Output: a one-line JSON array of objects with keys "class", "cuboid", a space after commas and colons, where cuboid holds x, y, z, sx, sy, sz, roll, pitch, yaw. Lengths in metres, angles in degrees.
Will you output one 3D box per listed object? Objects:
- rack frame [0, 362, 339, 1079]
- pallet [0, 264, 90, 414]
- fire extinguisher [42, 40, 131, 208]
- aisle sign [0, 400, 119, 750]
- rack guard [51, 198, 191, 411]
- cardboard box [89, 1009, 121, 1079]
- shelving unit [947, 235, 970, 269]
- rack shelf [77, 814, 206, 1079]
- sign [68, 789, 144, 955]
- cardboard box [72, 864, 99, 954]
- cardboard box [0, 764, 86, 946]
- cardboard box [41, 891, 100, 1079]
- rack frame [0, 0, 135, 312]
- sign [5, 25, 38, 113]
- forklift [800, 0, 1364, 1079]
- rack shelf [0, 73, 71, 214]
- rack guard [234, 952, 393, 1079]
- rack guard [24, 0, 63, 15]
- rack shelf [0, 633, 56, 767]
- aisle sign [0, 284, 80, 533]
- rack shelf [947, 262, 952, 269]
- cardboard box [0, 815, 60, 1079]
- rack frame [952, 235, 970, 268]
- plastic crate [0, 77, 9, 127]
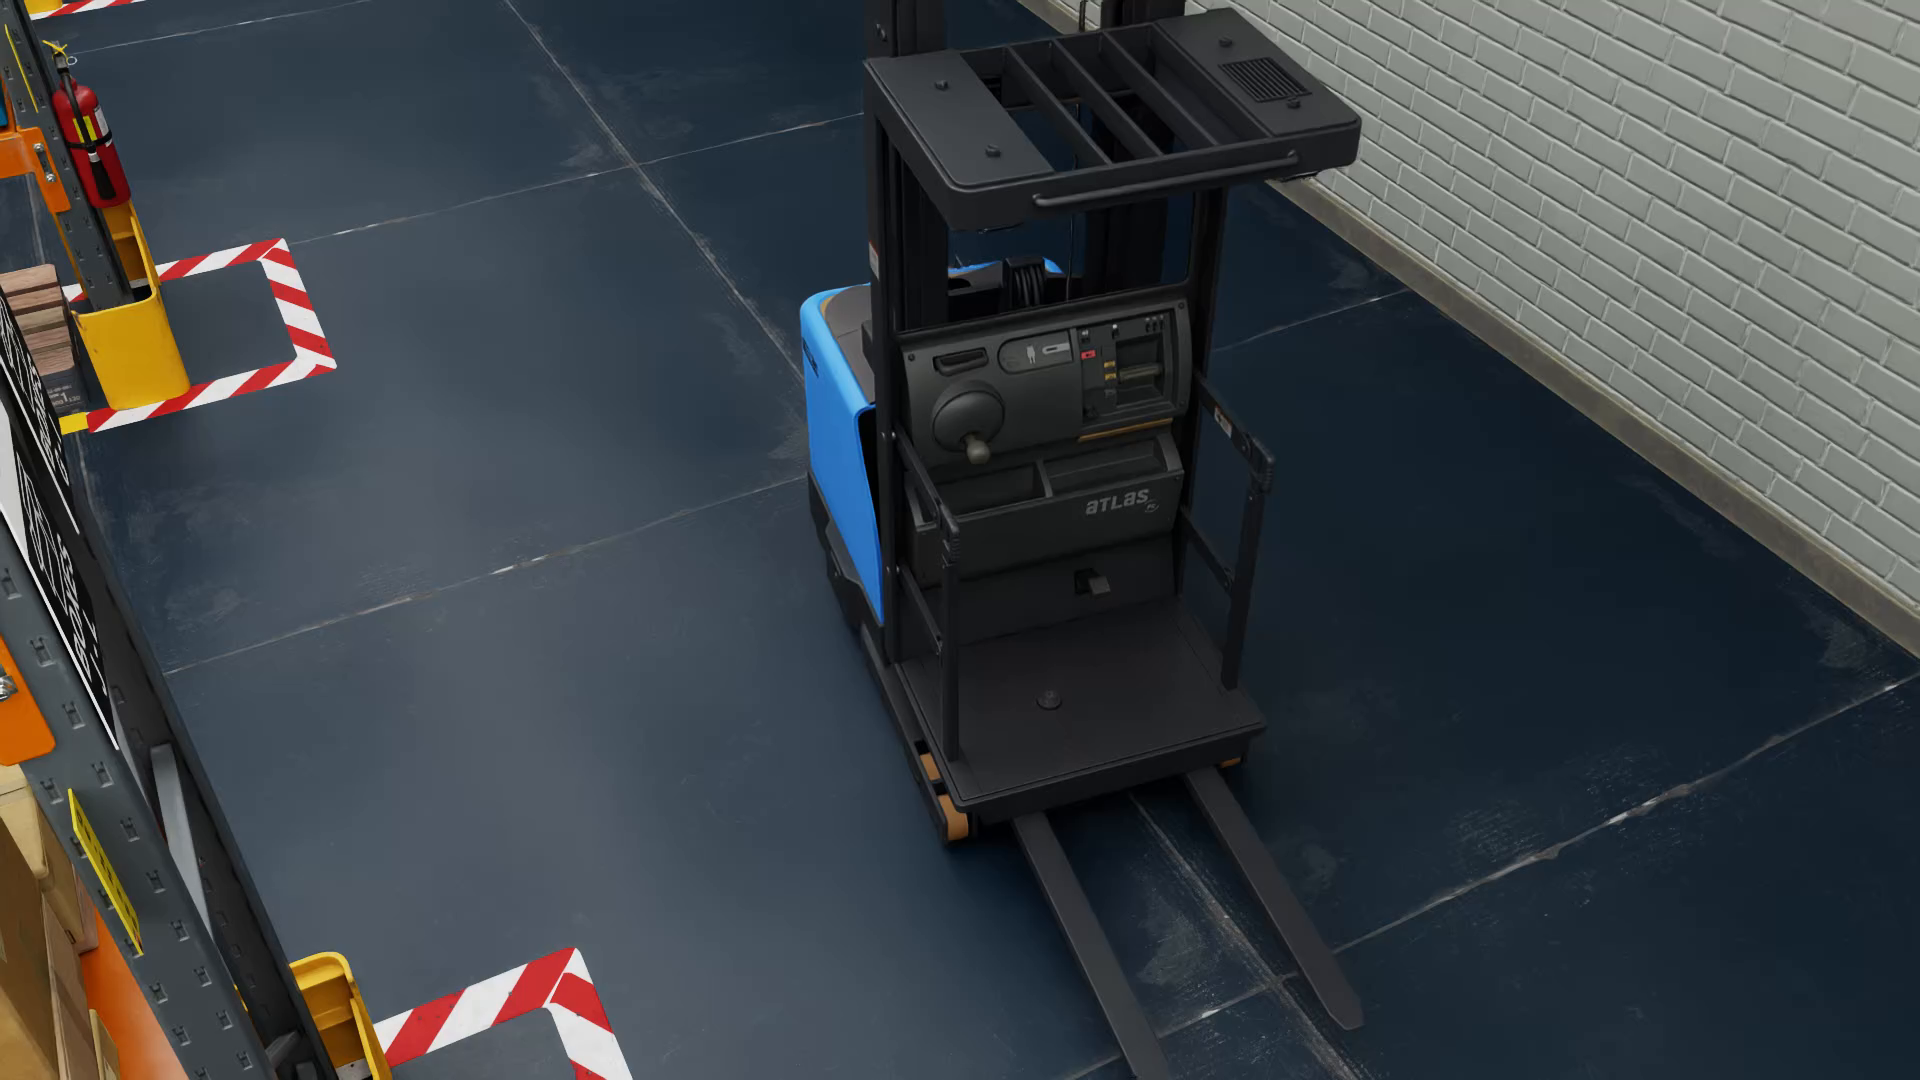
[{"class": "rack frame", "cuboid": [-1.626, 0.762, 3.528, 0.053, 2.616, 0.949, -19, 44, -21]}, {"class": "pallet", "cuboid": [-4.665, -0.790, 7.520, 1.213, 0.211, 1.003, -19, 44, -21]}, {"class": "fire extinguisher", "cuboid": [-3.572, -1.691, 6.775, 0.183, 0.674, 0.296, -19, 44, -21]}, {"class": "aisle sign", "cuboid": [-1.425, -0.082, 2.513, 0.004, 0.787, 0.394, -19, 44, -21]}, {"class": "rack guard", "cuboid": [-3.900, -1.139, 7.708, 0.348, 0.500, 1.175, -19, 44, -21]}, {"class": "cardboard box", "cuboid": [-1.792, 1.151, 3.263, 0.250, 0.149, 0.380, -18, 43, -20]}, {"class": "shelving unit", "cuboid": [-0.111, -0.712, 6.778, 0.252, 1.050, 0.215, -13, 42, -14]}, {"class": "rack shelf", "cuboid": [-3.402, 1.631, 3.058, 4.000, 0.370, 1.077, -19, 44, -21]}, {"class": "sign", "cuboid": [-1.390, 0.543, 2.708, 0.005, 0.325, 0.100, -19, 44, -21]}, {"class": "cardboard box", "cuboid": [-2.095, 0.773, 3.710, 0.250, 0.149, 0.380, -18, 43, -20]}, {"class": "cardboard box", "cuboid": [-2.178, 0.692, 3.496, 0.500, 0.250, 0.500, -20, 44, -22]}, {"class": "cardboard box", "cuboid": [-1.935, 1.000, 3.132, 0.500, 0.250, 0.500, -19, 44, -21]}, {"class": "rack frame", "cuboid": [-3.916, -2.078, 6.884, 0.127, 3.000, 1.000, -19, 44, -21]}, {"class": "sign", "cuboid": [-3.647, -1.830, 6.464, 0.005, 0.325, 0.100, -19, 44, -21]}, {"class": "forklift", "cuboid": [0.351, -0.413, 4.969, 1.130, 2.935, 3.031, -13, 42, -14]}, {"class": "rack shelf", "cuboid": [-5.690, -1.207, 6.411, 4.000, 0.370, 1.077, -19, 44, -21]}, {"class": "rack guard", "cuboid": [-1.607, 1.707, 4.347, 0.348, 0.500, 1.175, -19, 44, -21]}, {"class": "rack guard", "cuboid": [-6.268, -3.941, 11.019, 0.348, 0.500, 1.175, -19, 44, -21]}, {"class": "rack shelf", "cuboid": [-3.402, 0.486, 2.089, 4.000, 0.370, 1.077, -19, 44, -21]}, {"class": "aisle sign", "cuboid": [-1.703, -0.426, 2.919, 0.004, 0.787, 0.394, -19, 44, -21]}, {"class": "rack shelf", "cuboid": [-0.111, -0.921, 6.602, 0.240, 0.259, 0.215, -13, 42, -14]}, {"class": "cardboard box", "cuboid": [-1.939, 0.713, 2.891, 0.500, 0.500, 0.500, -18, 43, -20]}, {"class": "rack frame", "cuboid": [0.004, -0.738, 6.809, 0.008, 1.050, 0.200, -13, 42, -14]}, {"class": "plastic crate", "cuboid": [-4.126, -1.908, 6.608, 0.499, 0.435, 0.616, -19, 44, -21]}]
